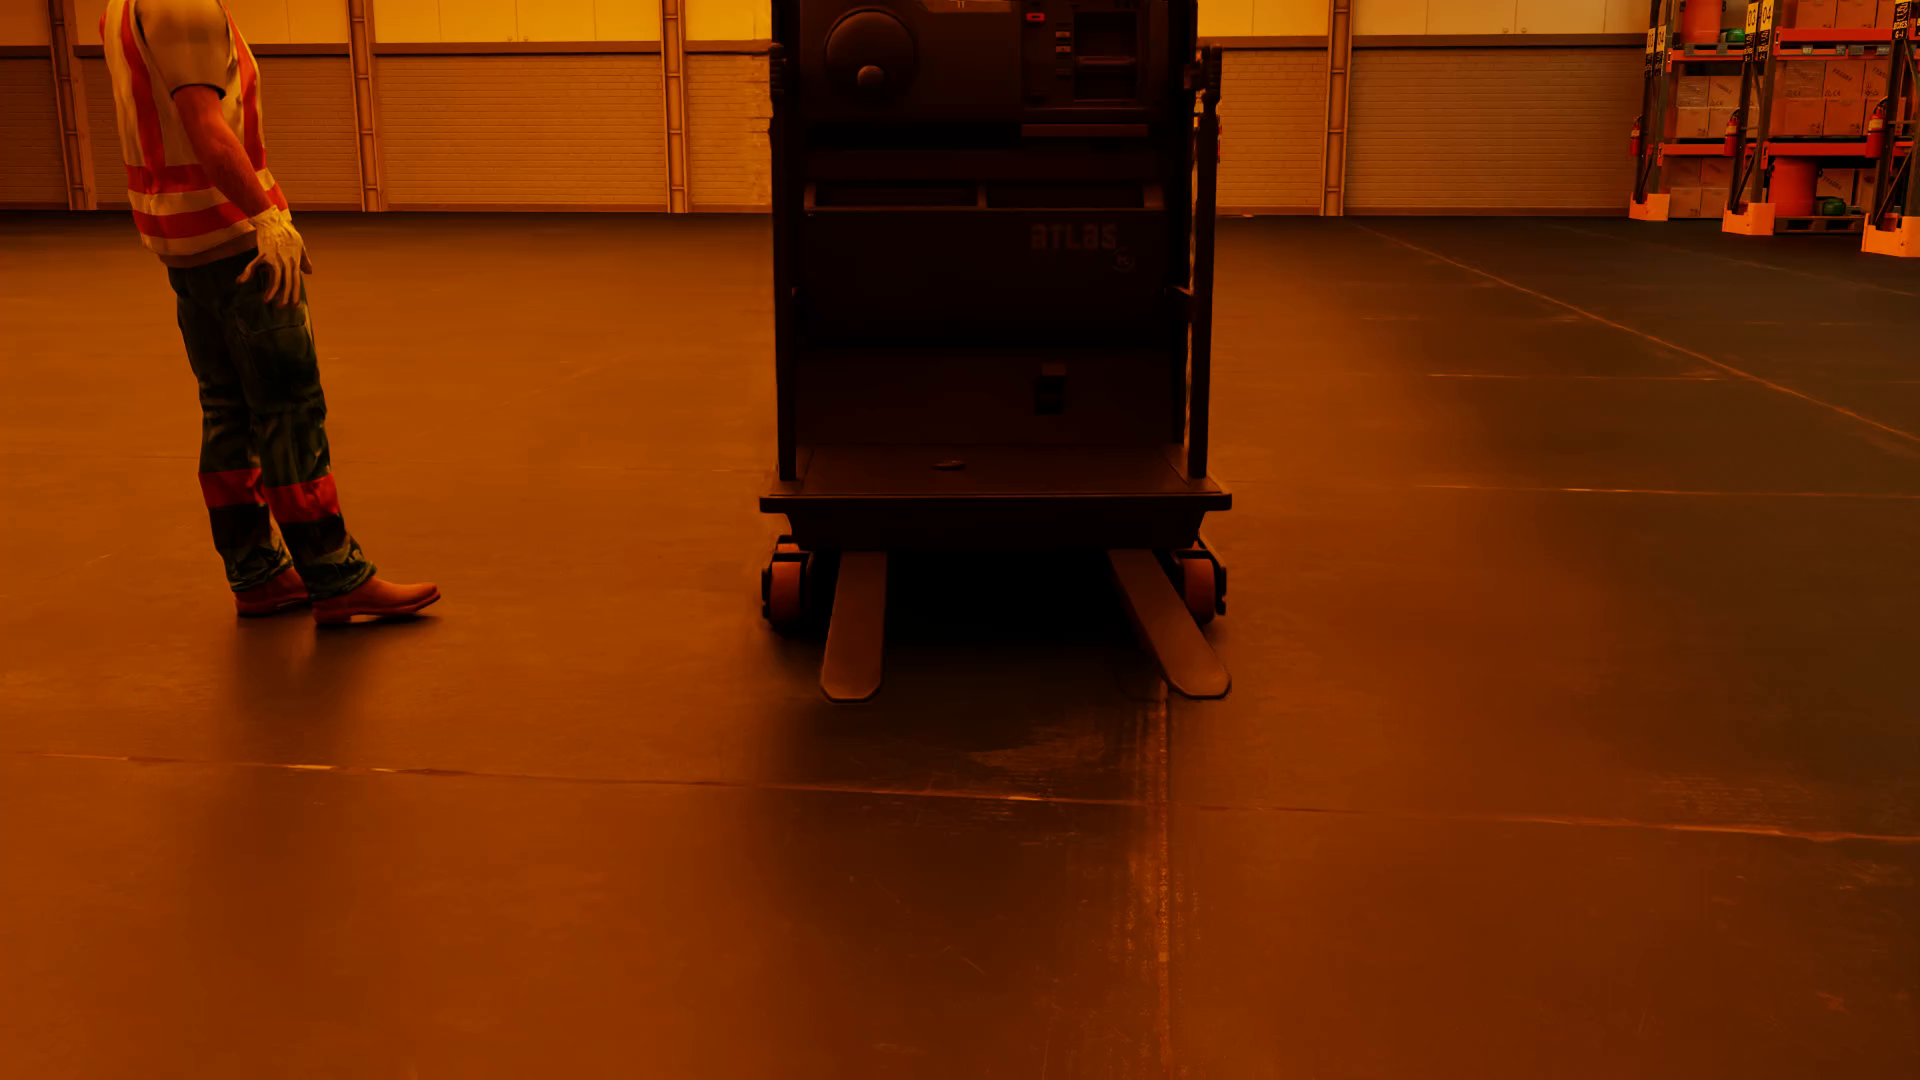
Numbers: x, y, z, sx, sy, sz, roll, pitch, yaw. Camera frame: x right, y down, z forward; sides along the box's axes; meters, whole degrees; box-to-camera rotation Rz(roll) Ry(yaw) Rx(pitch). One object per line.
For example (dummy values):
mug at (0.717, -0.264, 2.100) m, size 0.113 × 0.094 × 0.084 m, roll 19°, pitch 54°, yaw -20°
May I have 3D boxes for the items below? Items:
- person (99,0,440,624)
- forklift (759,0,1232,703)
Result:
person at (-1.688, -0.706, 4.006) m, size 0.561 × 1.788 × 0.639 m, roll -11°, pitch 17°, yaw -38°
forklift at (0.070, -1.287, 4.013) m, size 1.130 × 2.935 × 3.031 m, roll 0°, pitch 13°, yaw -2°
